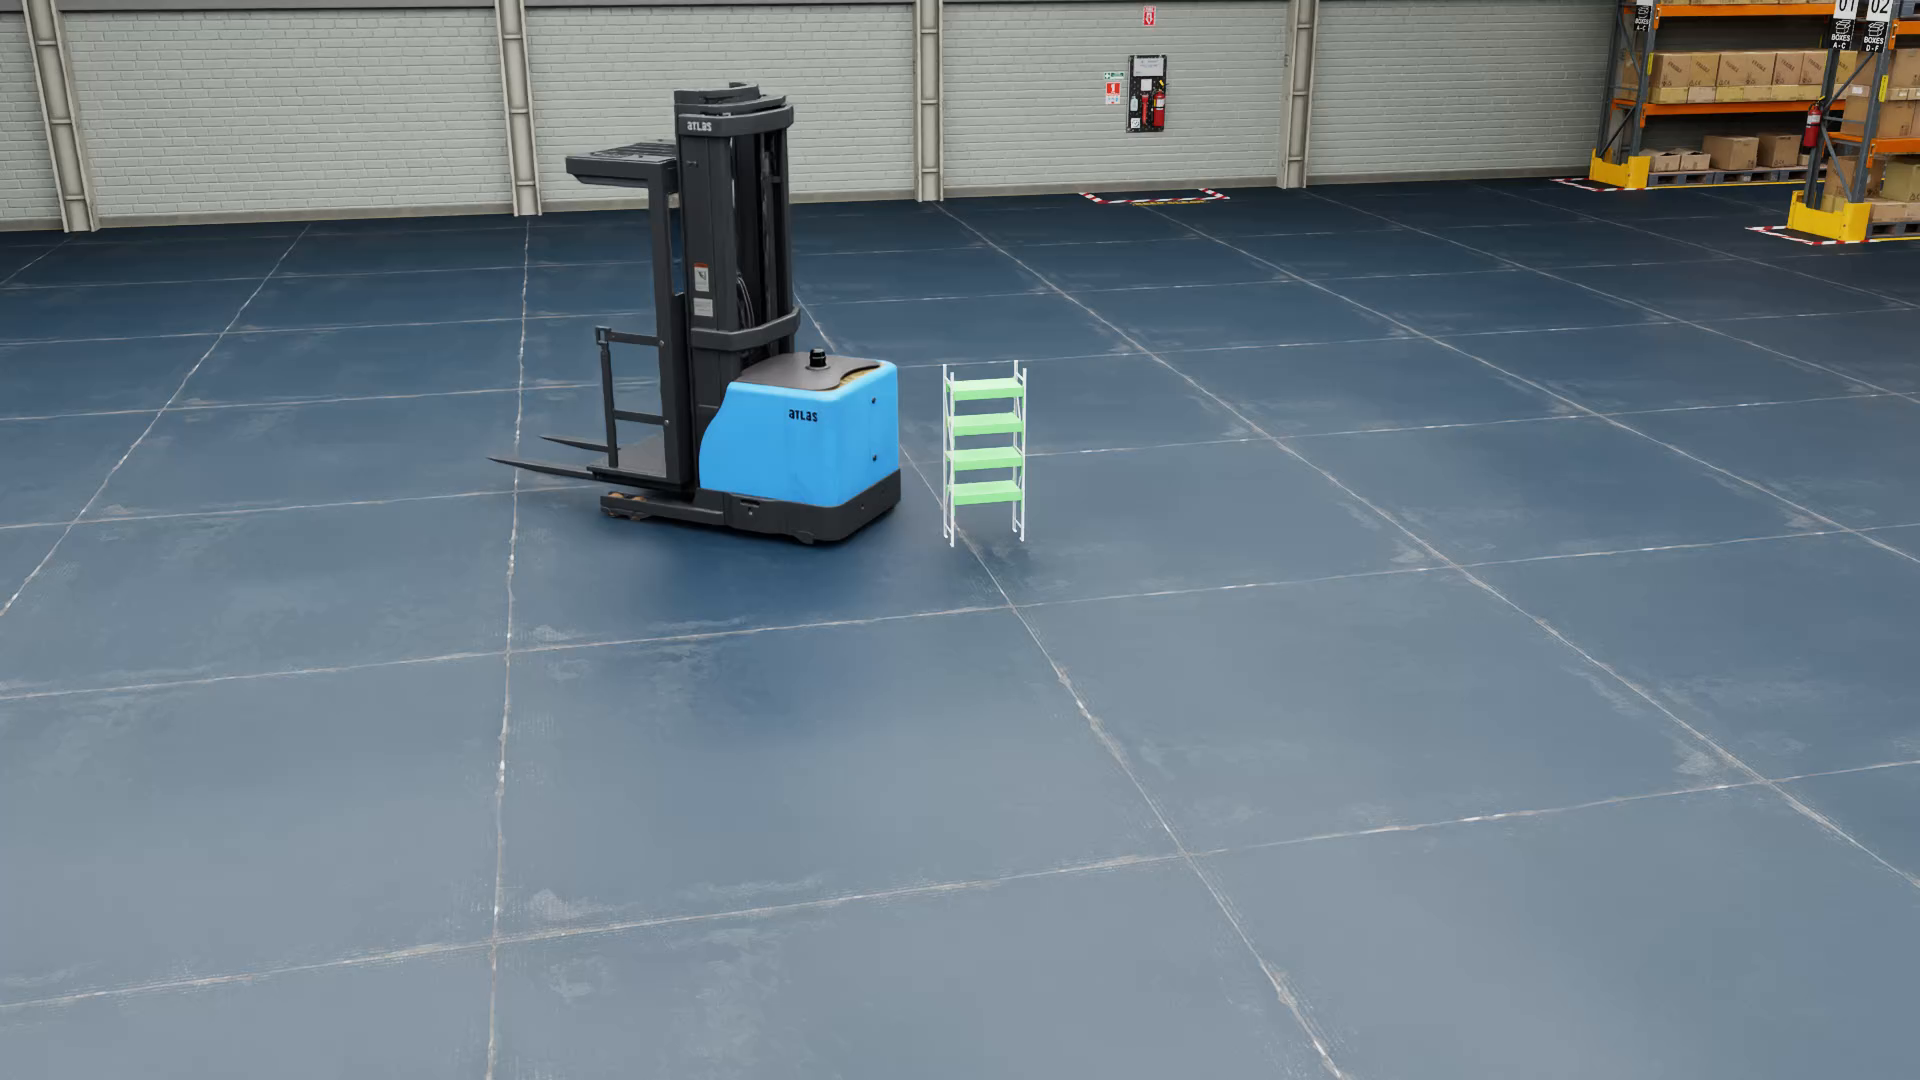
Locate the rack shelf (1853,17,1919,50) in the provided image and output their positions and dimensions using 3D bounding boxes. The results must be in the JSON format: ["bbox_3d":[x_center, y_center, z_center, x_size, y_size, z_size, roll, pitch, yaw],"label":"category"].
[{"bbox_3d":[13.805,-6.830,22.285,4.000,0.370,1.077,-5,21,-12],"label":"rack shelf"}]

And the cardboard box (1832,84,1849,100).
[{"bbox_3d":[14.216,-7.376,27.278,0.500,0.250,0.500,-5,21,-12],"label":"cardboard box"}]

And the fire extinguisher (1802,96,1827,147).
[{"bbox_3d":[11.637,-5.711,22.657,0.183,0.674,0.296,-5,21,-12],"label":"fire extinguisher"}]

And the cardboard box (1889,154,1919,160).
[{"bbox_3d":[13.282,-5.086,23.134,0.500,0.500,0.500,-5,21,-12],"label":"cardboard box"}]

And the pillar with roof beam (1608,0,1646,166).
[{"bbox_3d":[12.188,-8.980,22.747,0.400,9.000,9.100,-5,21,-12],"label":"pillar with roof beam"}]

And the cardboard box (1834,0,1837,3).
[{"bbox_3d":[14.171,-8.918,26.763,0.500,0.500,0.500,-4,21,-11],"label":"cardboard box"}]

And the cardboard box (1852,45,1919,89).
[{"bbox_3d":[12.367,-6.294,22.105,0.500,0.500,0.700,-5,21,-12],"label":"cardboard box"}]

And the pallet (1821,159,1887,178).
[{"bbox_3d":[15.365,-6.329,28.284,1.213,0.211,1.003,-5,21,-12],"label":"pallet"}]

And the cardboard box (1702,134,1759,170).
[{"bbox_3d":[12.689,-6.403,27.428,0.500,0.500,0.700,-6,21,-16],"label":"cardboard box"}]

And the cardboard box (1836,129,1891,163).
[{"bbox_3d":[15.320,-6.673,28.164,0.500,0.500,0.700,-4,20,-11],"label":"cardboard box"}]

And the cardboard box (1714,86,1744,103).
[{"bbox_3d":[12.262,-7.215,26.838,0.500,0.250,0.500,-5,21,-13],"label":"cardboard box"}]

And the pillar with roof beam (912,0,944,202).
[{"bbox_3d":[0.510,-8.030,20.154,0.400,9.000,9.100,-5,21,-12],"label":"pillar with roof beam"}]

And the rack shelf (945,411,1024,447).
[{"bbox_3d":[0.161,-0.742,11.083,0.480,0.148,0.258,-5,21,-12],"label":"rack shelf"}]

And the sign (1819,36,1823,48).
[{"bbox_3d":[14.476,-8.305,27.942,0.005,0.325,0.100,-5,21,-12],"label":"sign"}]

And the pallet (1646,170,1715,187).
[{"bbox_3d":[11.588,-6.008,27.410,1.213,0.211,1.003,-5,21,-12],"label":"pallet"}]

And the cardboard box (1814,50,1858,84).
[{"bbox_3d":[14.219,-7.726,27.144,0.500,0.500,0.500,-5,21,-13],"label":"cardboard box"}]

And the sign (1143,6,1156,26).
[{"bbox_3d":[2.914,-8.068,25.608,0.199,0.298,0.001,-5,21,-12],"label":"sign"}]

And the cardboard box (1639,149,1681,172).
[{"bbox_3d":[11.409,-6.228,27.225,0.500,0.311,0.500,-7,21,-19],"label":"cardboard box"}]

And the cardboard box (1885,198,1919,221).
[{"bbox_3d":[12.917,-4.516,22.670,0.500,0.250,0.500,-5,21,-12],"label":"cardboard box"}]

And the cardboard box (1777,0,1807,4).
[{"bbox_3d":[13.147,-8.826,26.512,0.500,0.500,0.500,-5,21,-15],"label":"cardboard box"}]

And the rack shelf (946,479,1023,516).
[{"bbox_3d":[0.161,-0.291,11.249,0.480,0.148,0.258,-5,21,-12],"label":"rack shelf"}]

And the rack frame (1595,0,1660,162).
[{"bbox_3d":[10.715,-7.259,26.771,0.127,3.000,1.000,-5,21,-12],"label":"rack frame"}]

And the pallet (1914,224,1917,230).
[{"bbox_3d":[13.778,-4.462,23.189,1.213,0.211,1.003,-5,21,-12],"label":"pallet"}]

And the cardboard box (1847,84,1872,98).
[{"bbox_3d":[12.186,-6.047,22.373,0.250,0.149,0.380,-5,21,-13],"label":"cardboard box"}]

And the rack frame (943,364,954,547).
[{"bbox_3d":[-0.076,-0.557,11.091,0.015,1.200,0.240,-5,21,-12],"label":"rack frame"}]

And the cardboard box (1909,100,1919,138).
[{"bbox_3d":[12.826,-5.724,22.435,0.500,0.500,0.700,-4,21,-11],"label":"cardboard box"}]

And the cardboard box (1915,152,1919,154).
[{"bbox_3d":[16.317,-6.757,28.395,0.500,0.500,0.700,-4,21,-12],"label":"cardboard box"}]

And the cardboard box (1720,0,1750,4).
[{"bbox_3d":[12.133,-8.740,26.277,0.500,0.500,0.500,-4,20,-10],"label":"cardboard box"}]

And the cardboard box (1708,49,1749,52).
[{"bbox_3d":[12.609,-7.778,27.285,0.500,0.500,0.500,-4,21,-12],"label":"cardboard box"}]

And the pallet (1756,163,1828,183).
[{"bbox_3d":[13.962,-6.202,27.937,1.213,0.211,1.003,-5,21,-12],"label":"pallet"}]

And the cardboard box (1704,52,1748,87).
[{"bbox_3d":[12.236,-7.562,26.696,0.500,0.500,0.500,-5,21,-14],"label":"cardboard box"}]

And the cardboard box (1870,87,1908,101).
[{"bbox_3d":[12.290,-5.912,22.004,0.250,0.149,0.380,-5,21,-13],"label":"cardboard box"}]

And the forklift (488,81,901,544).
[{"bbox_3d":[-1.983,-1.667,11.604,3.031,2.935,1.130,9,22,23],"label":"forklift"}]

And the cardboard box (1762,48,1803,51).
[{"bbox_3d":[13.598,-7.860,27.510,0.500,0.500,0.500,-5,21,-13],"label":"cardboard box"}]

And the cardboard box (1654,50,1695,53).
[{"bbox_3d":[11.617,-7.695,27.060,0.500,0.500,0.500,-4,21,-12],"label":"cardboard box"}]

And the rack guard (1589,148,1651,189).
[{"bbox_3d":[10.789,-6.092,27.217,0.348,0.500,1.175,-5,21,-12],"label":"rack guard"}]

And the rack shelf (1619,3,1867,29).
[{"bbox_3d":[12.661,-8.488,26.811,4.000,0.370,1.077,-5,21,-12],"label":"rack shelf"}]

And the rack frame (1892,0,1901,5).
[{"bbox_3d":[11.858,-8.418,21.213,0.127,3.000,1.000,-5,21,-12],"label":"rack frame"}]

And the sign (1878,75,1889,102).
[{"bbox_3d":[11.980,-5.859,21.574,0.005,0.325,0.100,-5,21,-12],"label":"sign"}]

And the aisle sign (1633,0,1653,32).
[{"bbox_3d":[10.714,-8.374,26.034,0.004,0.787,0.394,-5,21,-12],"label":"aisle sign"}]

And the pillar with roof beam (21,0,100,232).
[{"bbox_3d":[-11.168,-7.081,17.561,0.400,9.000,9.100,-5,21,-12],"label":"pillar with roof beam"}]

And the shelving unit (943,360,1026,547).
[{"bbox_3d":[0.161,-0.576,11.144,0.503,1.200,0.258,-5,21,-12],"label":"shelving unit"}]

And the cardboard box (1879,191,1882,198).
[{"bbox_3d":[12.796,-4.693,23.151,0.500,0.250,0.500,-5,21,-12],"label":"cardboard box"}]

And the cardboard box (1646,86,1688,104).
[{"bbox_3d":[11.263,-7.131,26.609,0.500,0.250,0.500,-5,21,-14],"label":"cardboard box"}]

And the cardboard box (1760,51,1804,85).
[{"bbox_3d":[13.242,-7.648,26.932,0.500,0.500,0.500,-5,21,-14],"label":"cardboard box"}]

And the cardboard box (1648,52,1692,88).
[{"bbox_3d":[11.249,-7.488,26.493,0.500,0.500,0.500,-5,21,-12],"label":"cardboard box"}]

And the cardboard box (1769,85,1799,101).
[{"bbox_3d":[13.244,-7.294,27.055,0.500,0.250,0.500,-5,21,-13],"label":"cardboard box"}]

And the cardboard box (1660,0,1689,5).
[{"bbox_3d":[11.098,-8.667,26.078,0.500,0.500,0.500,-4,21,-11],"label":"cardboard box"}]

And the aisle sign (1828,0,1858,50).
[{"bbox_3d":[11.727,-6.915,22.052,0.004,0.787,0.394,-5,21,-12],"label":"aisle sign"}]

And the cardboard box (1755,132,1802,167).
[{"bbox_3d":[13.607,-6.513,27.729,0.500,0.500,0.500,-6,21,-17],"label":"cardboard box"}]
